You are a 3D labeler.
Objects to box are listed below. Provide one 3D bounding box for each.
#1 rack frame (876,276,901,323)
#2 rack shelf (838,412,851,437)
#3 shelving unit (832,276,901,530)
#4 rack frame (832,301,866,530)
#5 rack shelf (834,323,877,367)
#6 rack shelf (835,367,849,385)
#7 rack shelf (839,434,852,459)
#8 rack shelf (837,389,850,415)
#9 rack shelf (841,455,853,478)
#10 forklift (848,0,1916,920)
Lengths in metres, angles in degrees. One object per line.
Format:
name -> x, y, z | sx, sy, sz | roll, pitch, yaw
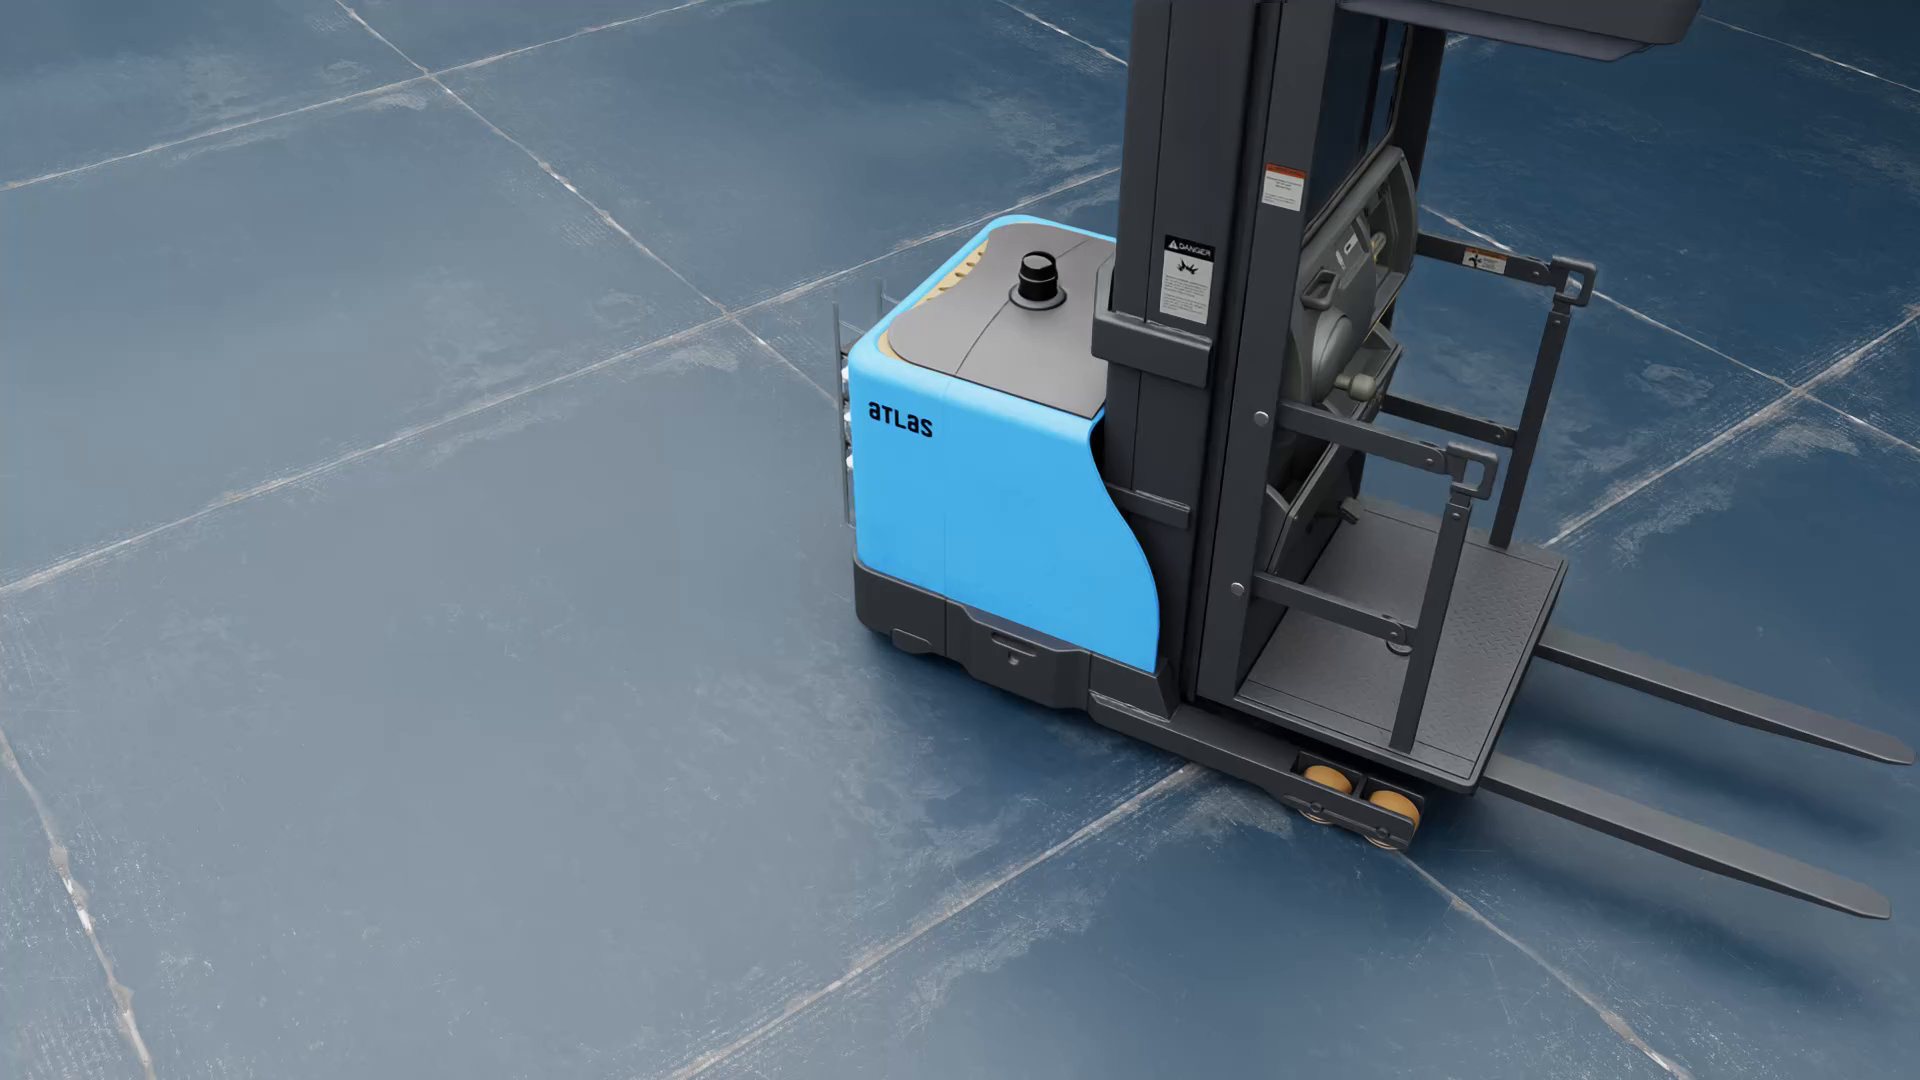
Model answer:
rack frame -> -0.179, -0.454, 5.594 | 0.240, 0.900, 0.006 | 28, 47, 30
rack shelf -> -0.244, -0.379, 5.555 | 0.258, 0.077, 0.200 | 28, 47, 30
shelving unit -> -0.244, -0.405, 5.534 | 0.258, 0.900, 0.210 | 28, 47, 30
rack frame -> -0.310, -0.355, 5.474 | 0.240, 0.900, 0.006 | 28, 47, 30
rack shelf -> -0.244, -0.588, 5.384 | 0.258, 0.077, 0.200 | 28, 47, 30
rack shelf -> -0.244, -0.518, 5.441 | 0.258, 0.077, 0.200 | 28, 47, 30
rack shelf -> -0.244, -0.309, 5.612 | 0.258, 0.077, 0.200 | 28, 47, 30
rack shelf -> -0.244, -0.448, 5.498 | 0.258, 0.077, 0.200 | 28, 47, 30
rack shelf -> -0.244, -0.240, 5.669 | 0.258, 0.077, 0.200 | 28, 47, 30
forklift -> 1.202, -0.650, 4.232 | 3.031, 2.935, 1.130 | 19, 43, 22
